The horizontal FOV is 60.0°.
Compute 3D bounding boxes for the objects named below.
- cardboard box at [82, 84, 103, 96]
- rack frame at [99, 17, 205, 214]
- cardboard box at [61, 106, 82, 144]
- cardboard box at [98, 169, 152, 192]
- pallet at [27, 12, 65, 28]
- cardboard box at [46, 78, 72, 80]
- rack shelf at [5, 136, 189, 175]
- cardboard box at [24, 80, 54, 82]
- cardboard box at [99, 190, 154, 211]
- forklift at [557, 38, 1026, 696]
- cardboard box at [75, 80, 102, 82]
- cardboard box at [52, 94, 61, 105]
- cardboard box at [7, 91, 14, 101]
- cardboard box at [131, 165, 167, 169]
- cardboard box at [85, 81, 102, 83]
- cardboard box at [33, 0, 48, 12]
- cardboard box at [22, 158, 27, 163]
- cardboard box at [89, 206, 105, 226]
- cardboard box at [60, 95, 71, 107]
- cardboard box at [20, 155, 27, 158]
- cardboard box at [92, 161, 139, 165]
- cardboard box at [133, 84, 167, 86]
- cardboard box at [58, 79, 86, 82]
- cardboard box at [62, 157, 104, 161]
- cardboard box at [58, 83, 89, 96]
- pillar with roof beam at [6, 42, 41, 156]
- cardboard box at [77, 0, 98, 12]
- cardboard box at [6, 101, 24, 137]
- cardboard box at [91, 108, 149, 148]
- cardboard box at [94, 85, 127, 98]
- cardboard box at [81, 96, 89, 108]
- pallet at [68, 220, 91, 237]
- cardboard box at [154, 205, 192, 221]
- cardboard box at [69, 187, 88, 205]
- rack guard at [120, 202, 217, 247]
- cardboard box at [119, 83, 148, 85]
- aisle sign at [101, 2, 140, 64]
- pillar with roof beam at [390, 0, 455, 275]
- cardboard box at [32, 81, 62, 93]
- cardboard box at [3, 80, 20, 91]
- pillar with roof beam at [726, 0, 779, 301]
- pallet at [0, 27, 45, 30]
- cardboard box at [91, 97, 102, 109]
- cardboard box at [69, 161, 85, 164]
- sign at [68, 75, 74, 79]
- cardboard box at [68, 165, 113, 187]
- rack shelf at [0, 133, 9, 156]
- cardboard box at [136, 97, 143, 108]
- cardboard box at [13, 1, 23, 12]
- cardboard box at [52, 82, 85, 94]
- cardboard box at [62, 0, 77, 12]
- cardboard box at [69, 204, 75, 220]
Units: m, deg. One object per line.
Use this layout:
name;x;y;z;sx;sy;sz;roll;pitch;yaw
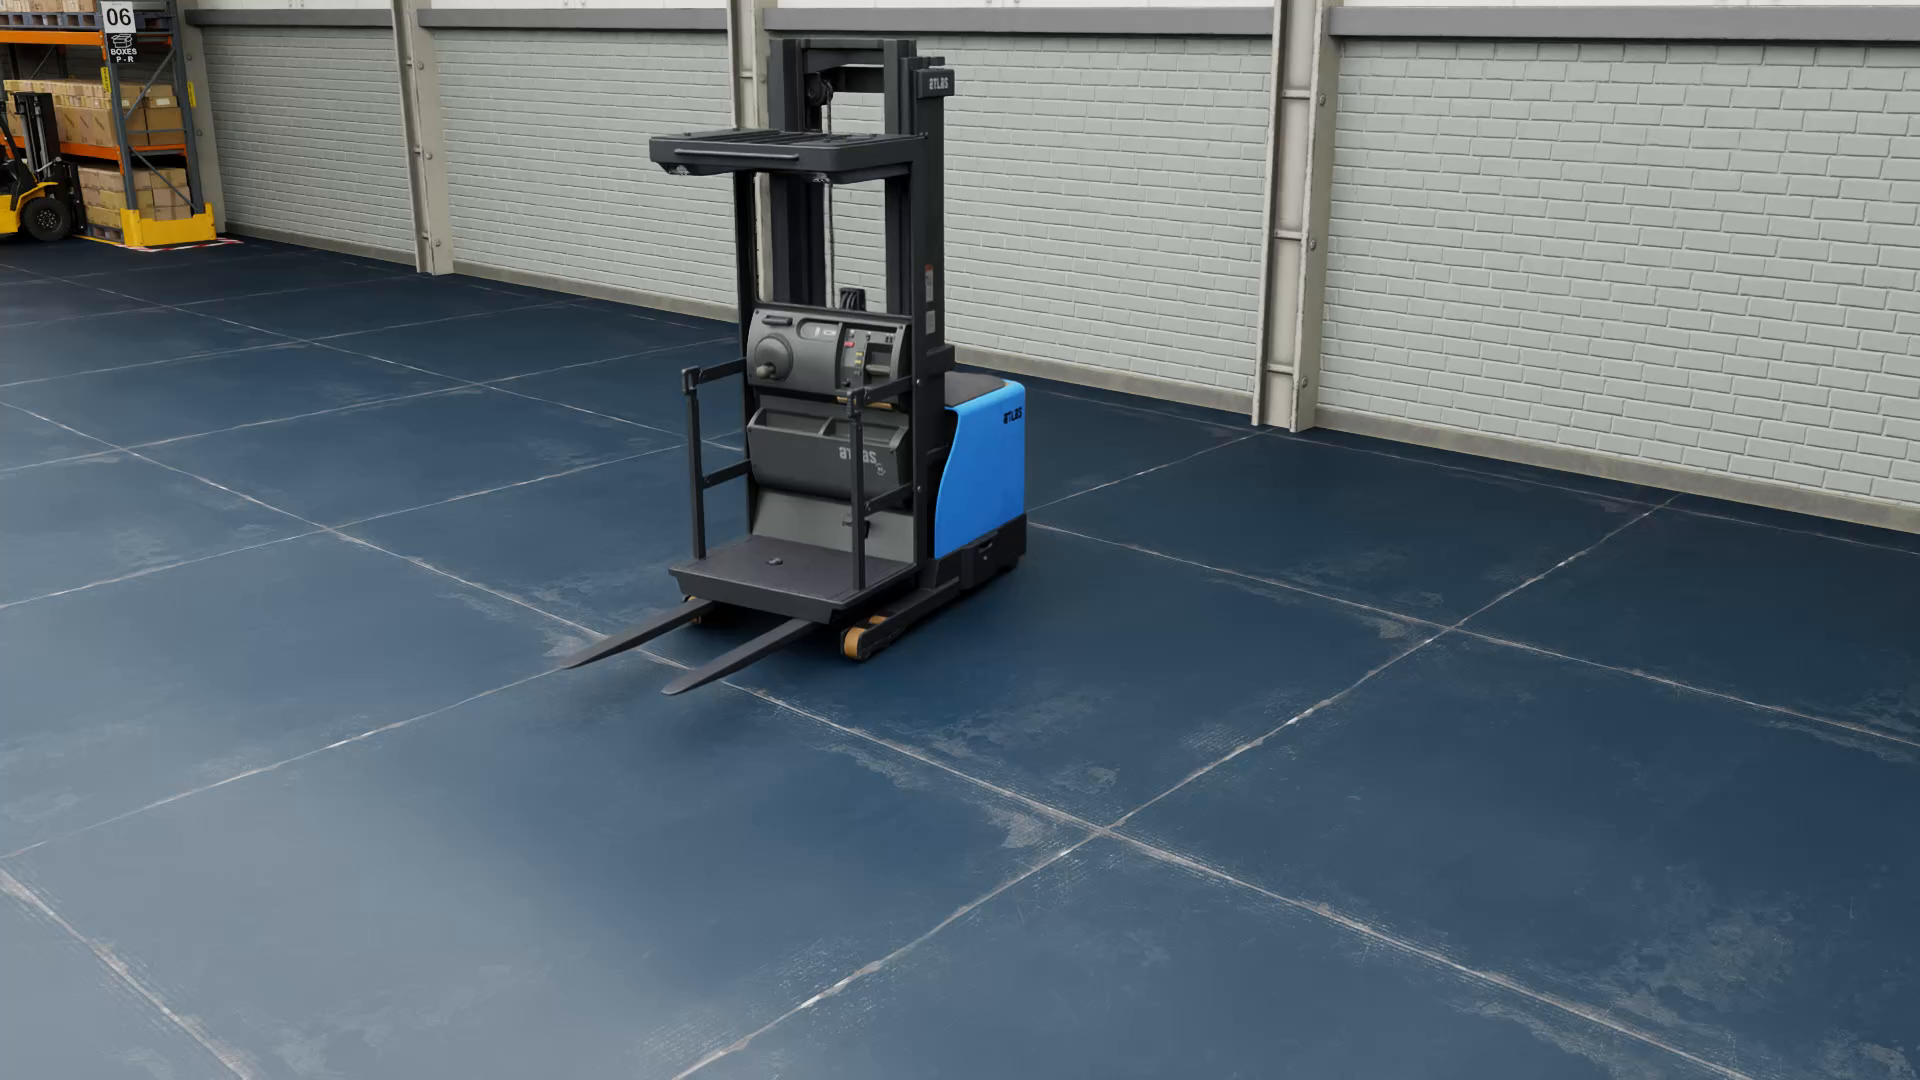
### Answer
cardboard box;-11.988;-6.273;23.189;0.250;0.149;0.380;15;23;40
rack frame;-11.024;-5.594;22.780;0.127;3.000;1.000;15;23;39
cardboard box;-12.332;-5.890;23.548;0.500;0.500;0.500;14;23;38
cardboard box;-11.576;-4.982;23.050;0.500;0.250;0.500;16;24;41
pallet;-12.453;-7.374;23.577;1.213;0.211;1.003;15;23;39
cardboard box;-13.577;-6.900;25.166;0.250;0.149;0.380;15;23;39
rack shelf;-12.520;-5.653;24.154;4.000;0.370;1.077;15;23;39
cardboard box;-13.523;-6.684;24.483;0.250;0.149;0.380;14;23;38
cardboard box;-11.596;-4.749;23.142;0.500;0.250;0.500;15;23;39
forklift;-0.790;-0.957;8.281;1.130;2.935;3.031;10;20;28
cardboard box;-12.800;-6.698;24.527;0.250;0.149;0.380;15;23;38
cardboard box;-12.809;-6.316;23.816;0.250;0.149;0.380;14;23;38
cardboard box;-13.952;-6.631;24.808;0.250;0.149;0.380;15;23;38
cardboard box;-11.634;-5.199;23.734;0.500;0.250;0.500;15;23;39
cardboard box;-12.472;-6.578;24.150;0.250;0.149;0.380;16;24;41
cardboard box;-12.629;-7.709;23.455;0.637;0.503;0.797;16;24;41
cardboard box;-13.863;-5.595;24.982;0.500;0.250;0.500;15;23;38
cardboard box;-11.951;-4.609;23.526;0.500;0.250;0.500;15;23;39
cardboard box;-12.445;-6.209;23.480;0.250;0.149;0.380;15;23;40
cardboard box;-15.553;-5.876;26.899;0.625;0.625;0.875;14;22;37
cardboard box;-12.380;-5.406;24.387;0.500;0.250;0.500;14;23;38
cardboard box;-11.291;-6.276;23.199;0.250;0.149;0.380;16;24;41
cardboard box;-13.210;-6.790;24.819;0.250;0.149;0.380;15;23;39
cardboard box;-13.131;-5.610;25.028;0.500;0.250;0.500;15;23;38
cardboard box;-12.453;-6.351;23.434;0.250;0.149;0.380;16;23;40
pillar with roof beam;-18.292;-9.028;23.682;0.400;9.000;9.100;15;23;39
cardboard box;-11.517;-7.353;22.339;0.500;0.500;0.500;16;24;41
cardboard box;-13.858;-6.297;24.829;0.500;0.500;0.500;14;22;38
cardboard box;-11.567;-5.681;22.889;0.500;0.500;0.500;14;23;38
cardboard box;-11.637;-6.159;22.832;0.250;0.149;0.380;15;23;39
cardboard box;-12.012;-6.120;23.199;0.250;0.149;0.380;15;23;39
pallet;-12.533;-4.654;24.428;1.213;0.211;1.003;15;23;39
cardboard box;-11.262;-4.627;23.582;0.500;0.250;0.500;15;23;39
cardboard box;-12.364;-4.951;23.778;0.500;0.250;0.500;14;23;38
rack guard;-11.006;-4.398;23.143;0.348;0.500;1.175;15;23;39
cardboard box;-11.689;-6.372;23.500;0.250;0.149;0.380;15;23;40
aisle sign;-11.170;-6.754;22.136;0.004;0.787;0.394;15;23;39
pillar with roof beam;-9.317;-6.619;16.090;0.400;9.000;9.100;15;23;39
cardboard box;-13.186;-6.563;24.102;0.250;0.149;0.380;15;23;38
cardboard box;-13.975;-6.765;24.739;0.250;0.149;0.380;16;23;40
pillar with roof beam;-4.829;-5.414;12.294;0.400;9.000;9.100;15;23;39
pallet;-14.685;-7.910;25.435;1.217;0.209;0.805;14;22;37
cardboard box;-11.681;-6.002;22.827;0.250;0.149;0.380;16;23;40
cardboard box;-13.107;-5.393;24.345;0.500;0.250;0.500;16;24;41
sign;-13.649;-6.974;25.564;0.005;0.325;0.100;15;23;39
cardboard box;-12.346;-5.182;23.681;0.500;0.250;0.500;15;23;40
rack shelf;-15.512;-6.456;26.685;4.000;0.370;1.077;15;23;39
cardboard box;-11.333;-6.113;23.177;0.250;0.149;0.380;15;23;39
cardboard box;-13.307;-7.642;23.829;0.250;0.149;0.380;16;24;41
cardboard box;-12.760;-6.478;23.836;0.250;0.149;0.380;15;23;39
cardboard box;-12.035;-7.356;22.736;0.258;0.266;0.396;15;23;39
cardboard box;-12.723;-4.810;24.161;0.500;0.250;0.500;16;24;41
